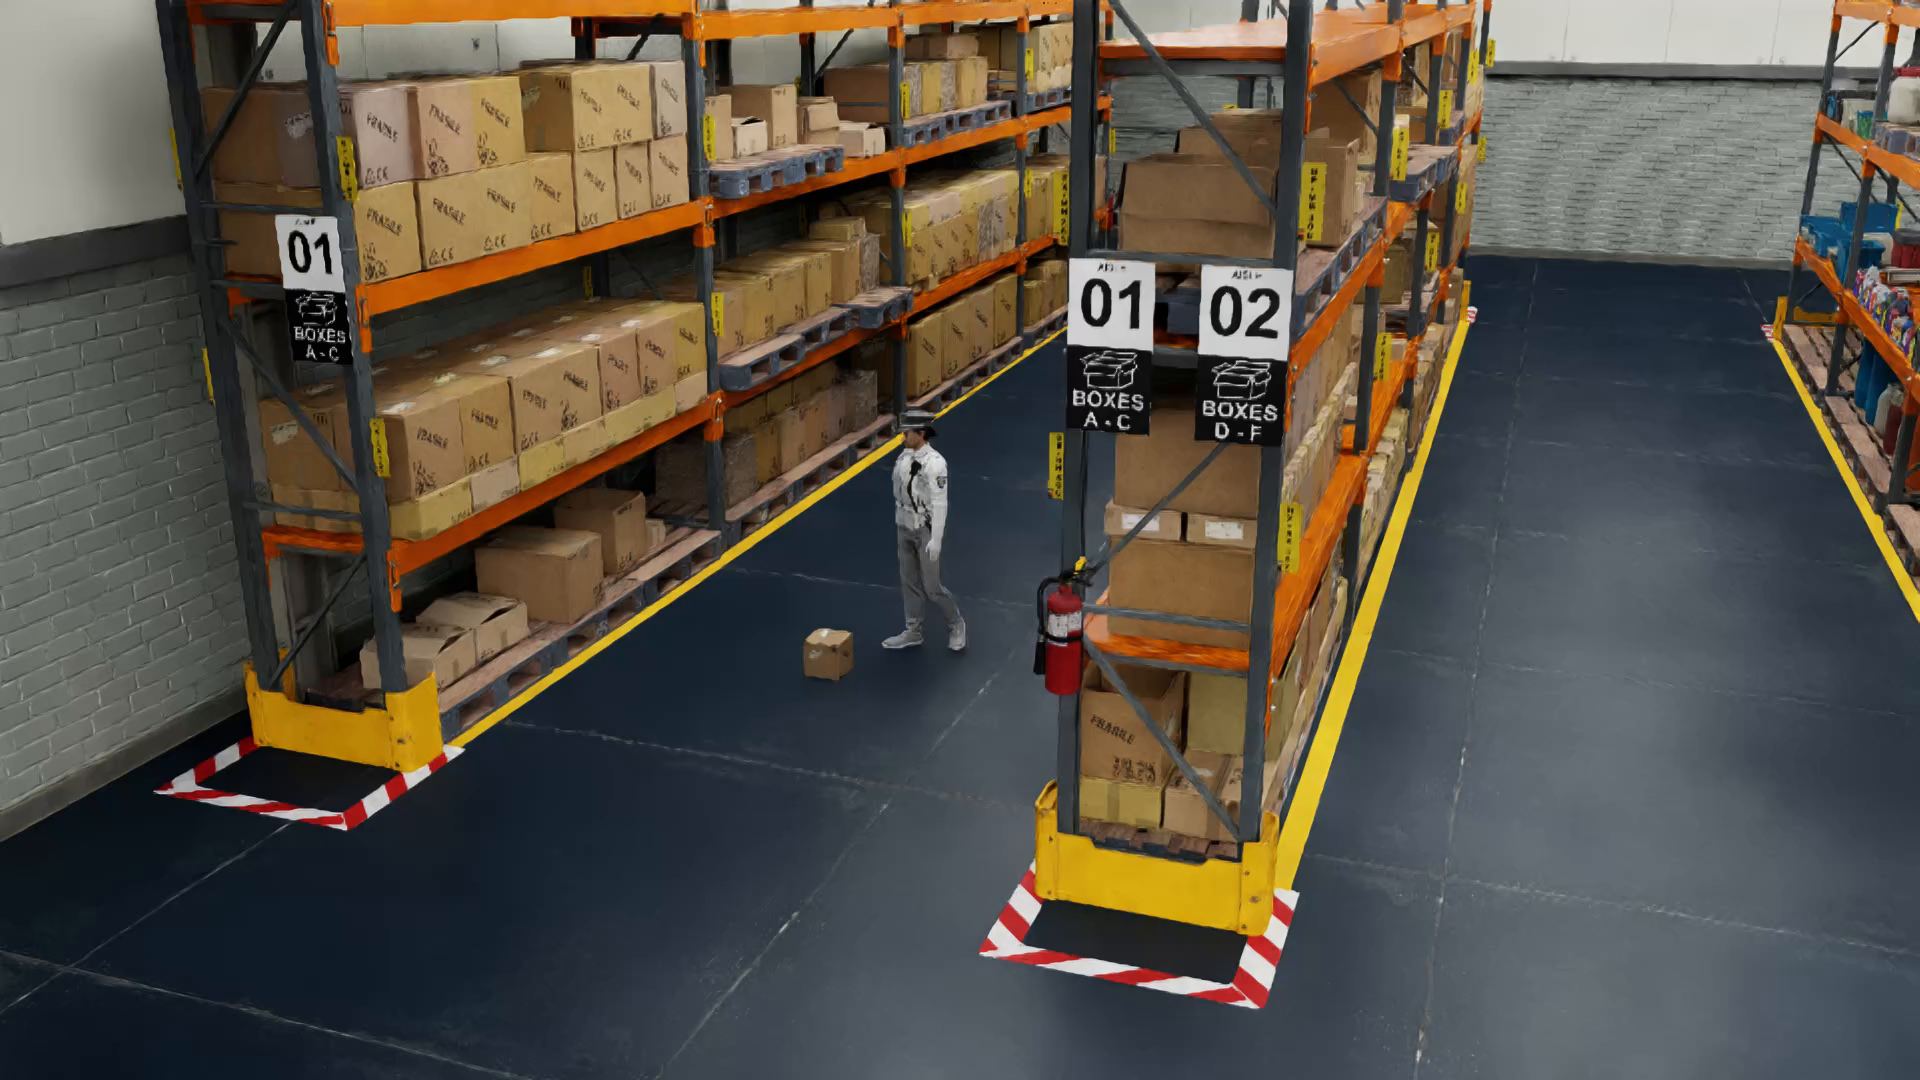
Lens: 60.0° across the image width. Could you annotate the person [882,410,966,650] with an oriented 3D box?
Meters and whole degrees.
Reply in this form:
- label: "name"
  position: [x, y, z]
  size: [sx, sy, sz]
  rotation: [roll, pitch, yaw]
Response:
- label: "person"
  position: [-0.246, -0.065, 11.229]
  size: [0.530, 1.667, 0.537]
  rotation: [-13, 23, -33]
